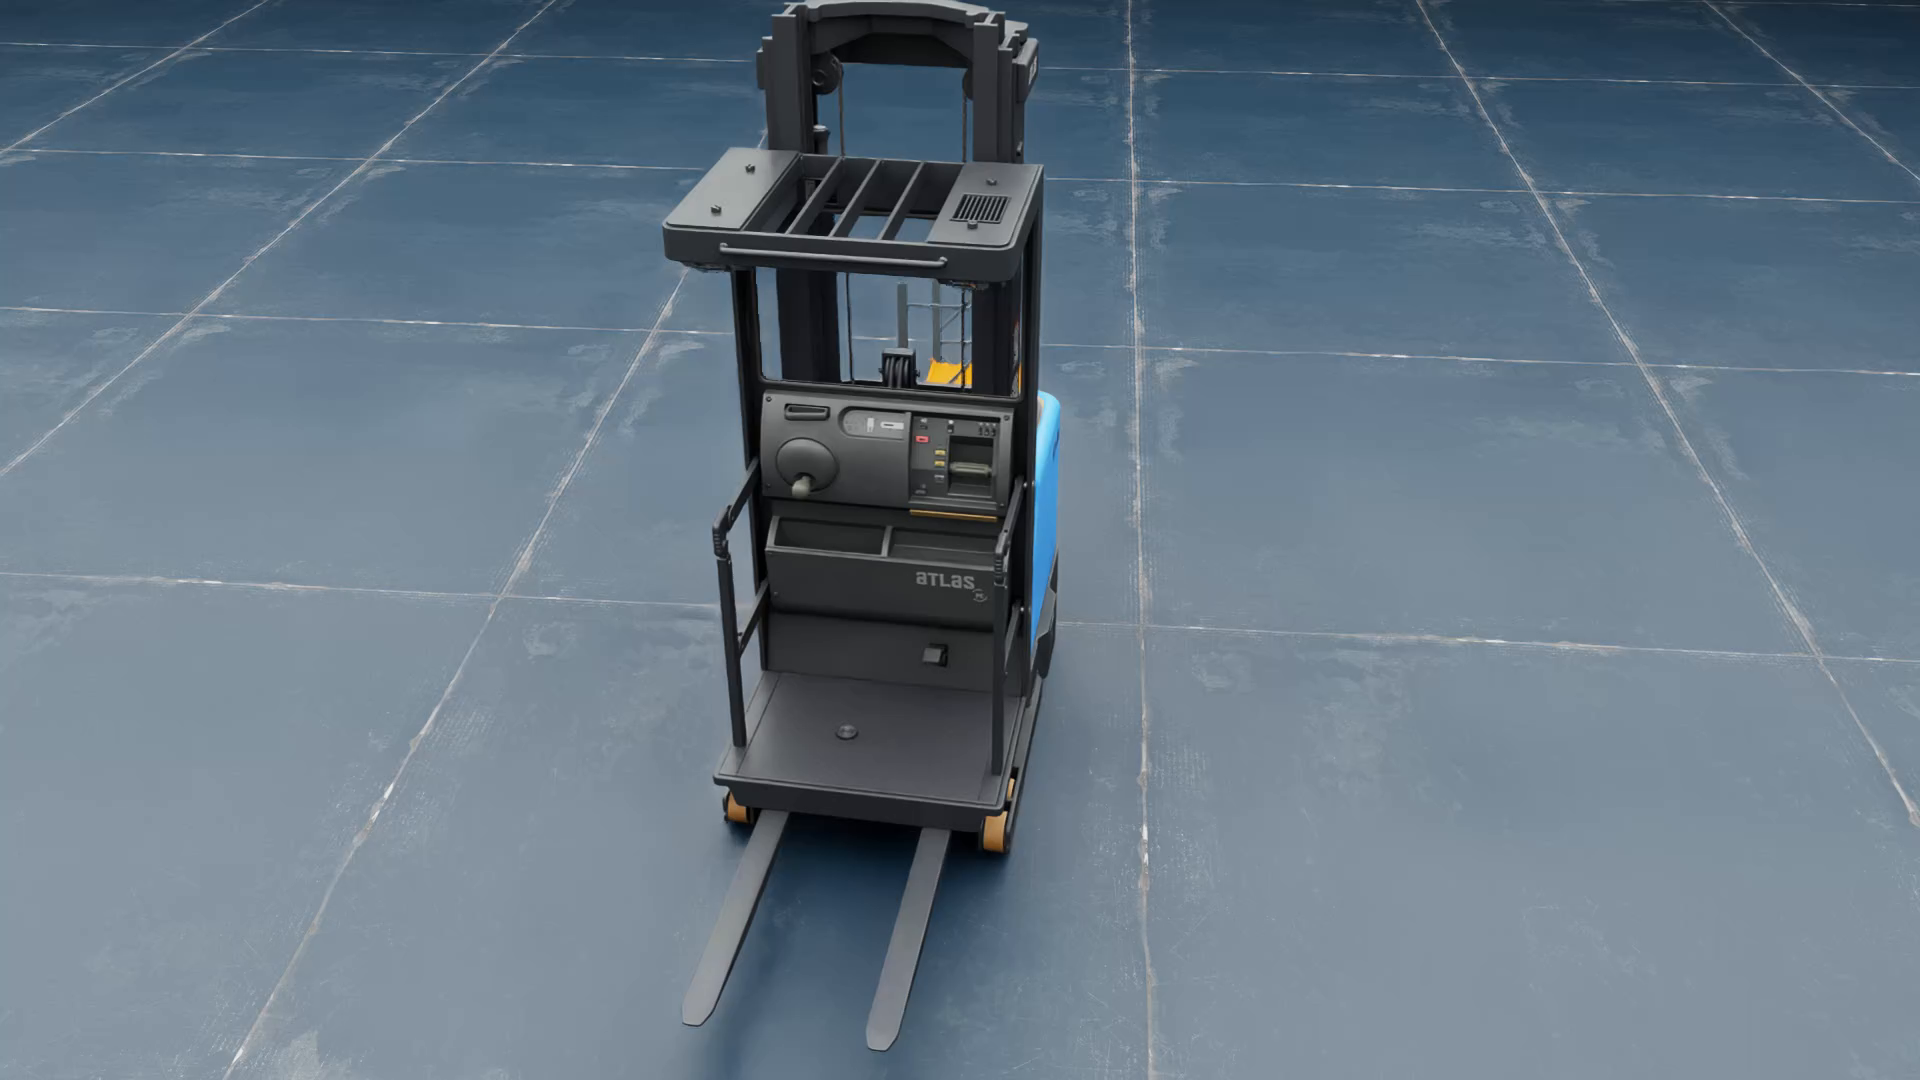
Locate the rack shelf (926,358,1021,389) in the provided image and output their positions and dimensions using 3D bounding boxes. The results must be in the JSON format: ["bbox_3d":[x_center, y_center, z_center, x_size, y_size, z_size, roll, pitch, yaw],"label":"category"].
[{"bbox_3d":[0.045,-0.577,8.099,0.538,0.185,1.000,4,32,6],"label":"rack shelf"}]

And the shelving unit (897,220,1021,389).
[{"bbox_3d":[0.044,-0.725,7.997,0.587,1.500,1.083,4,32,6],"label":"shelving unit"}]

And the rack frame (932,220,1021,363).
[{"bbox_3d":[0.112,-0.994,8.434,0.500,1.500,0.032,4,32,6],"label":"rack frame"}]

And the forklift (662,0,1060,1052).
[{"bbox_3d":[-0.305,-0.265,5.887,1.130,2.935,3.031,5,32,8],"label":"forklift"}]

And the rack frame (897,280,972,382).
[{"bbox_3d":[-0.022,-0.466,7.576,0.500,1.500,0.032,4,32,6],"label":"rack frame"}]
